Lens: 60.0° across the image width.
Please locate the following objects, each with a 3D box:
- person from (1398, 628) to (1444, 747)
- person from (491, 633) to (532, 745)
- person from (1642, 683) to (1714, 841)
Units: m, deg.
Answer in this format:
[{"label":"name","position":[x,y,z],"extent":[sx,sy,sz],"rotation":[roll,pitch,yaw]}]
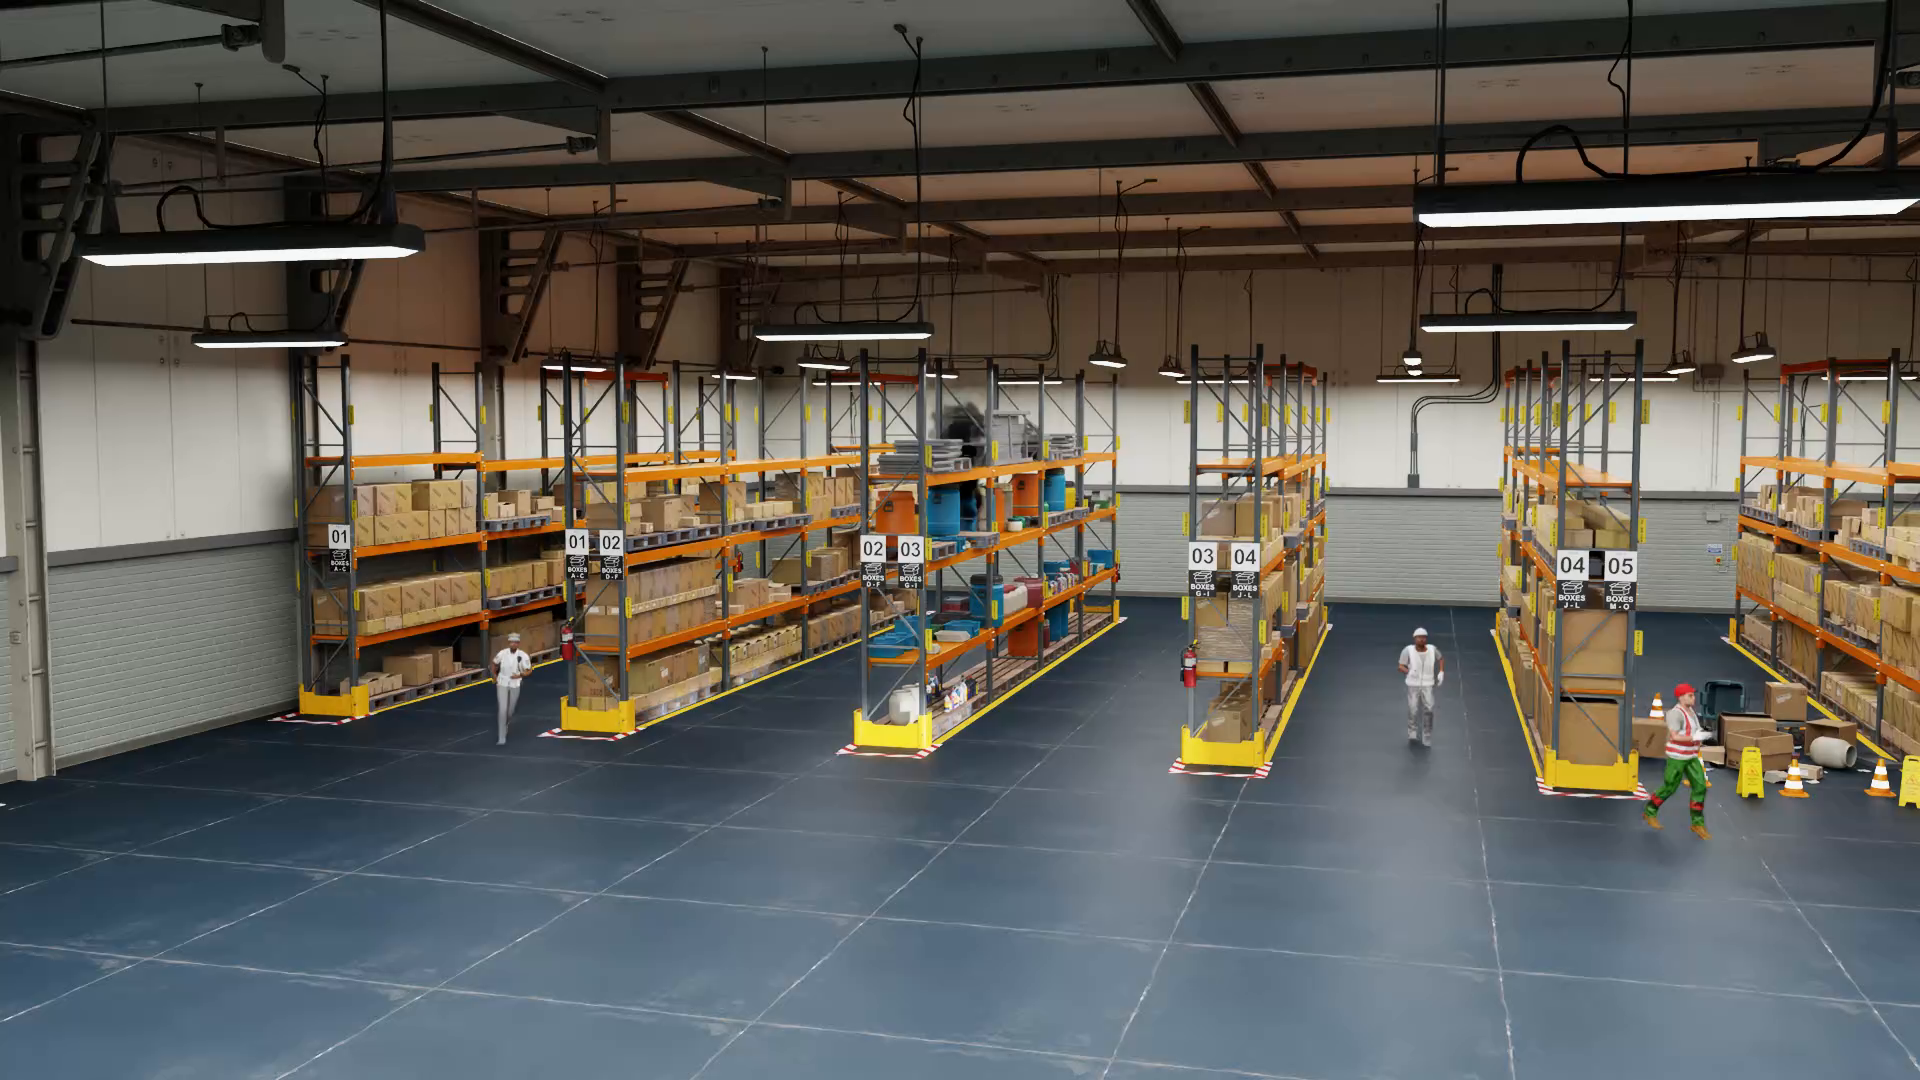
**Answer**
[{"label":"person","position":[6.991,2.244,25.191],"extent":[0.711,1.833,0.727],"rotation":[0,4,6]},{"label":"person","position":[-6.918,2.268,25.663],"extent":[0.613,1.679,0.842],"rotation":[-1,4,-14]},{"label":"person","position":[8.553,2.595,19.777],"extent":[0.662,1.810,0.837],"rotation":[-3,5,-37]}]
